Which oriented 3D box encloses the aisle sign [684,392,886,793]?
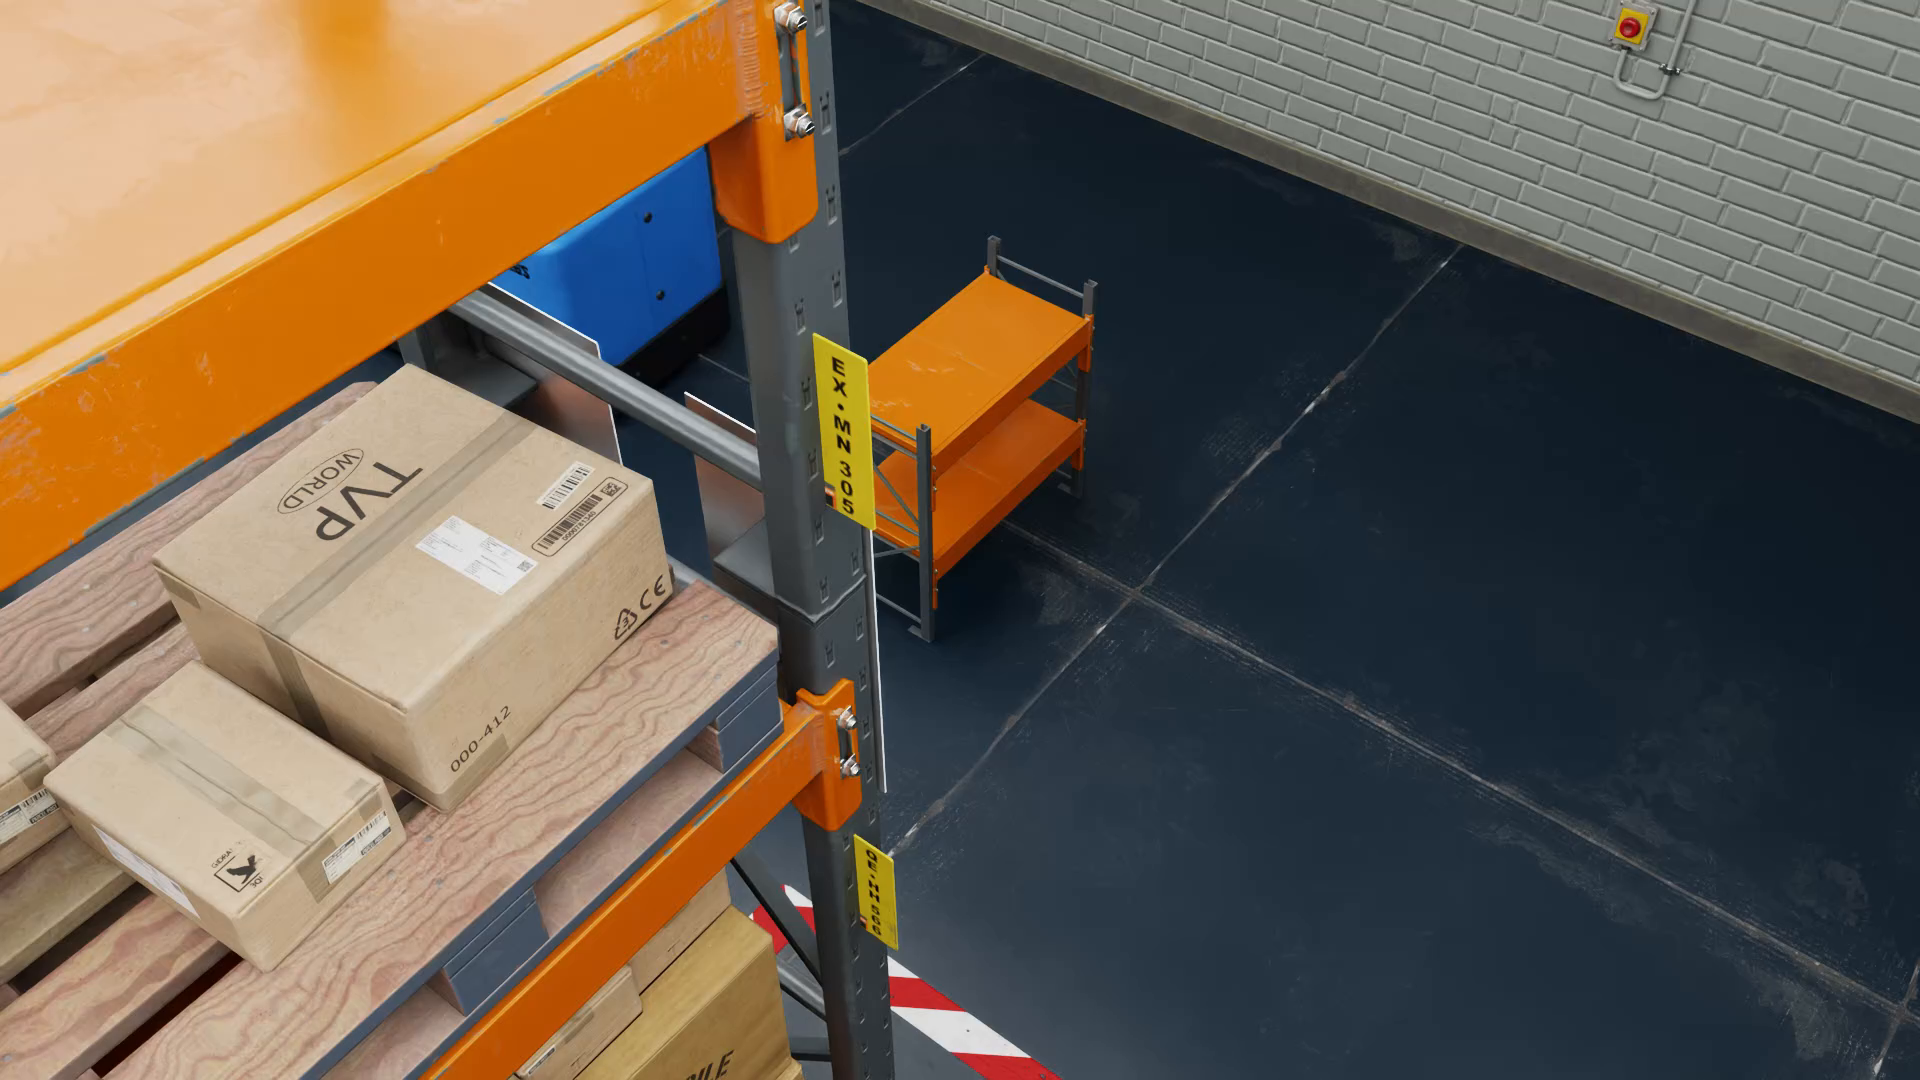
[{"bbox_3d":[-0.296,0.117,2.931,0.394,0.787,0.004,29,53,25],"label":"aisle sign"}]

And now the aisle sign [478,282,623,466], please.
[{"bbox_3d":[-0.771,-0.149,3.184,0.394,0.787,0.004,29,53,25],"label":"aisle sign"}]

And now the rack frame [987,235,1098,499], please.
[{"bbox_3d":[0.315,-0.683,6.790,0.500,1.125,0.032,29,53,25],"label":"rack frame"}]

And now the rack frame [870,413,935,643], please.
[{"bbox_3d":[-0.307,-0.102,6.234,0.500,1.125,0.032,29,53,25],"label":"rack frame"}]

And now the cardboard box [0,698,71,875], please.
[{"bbox_3d":[-1.432,0.311,2.283,0.380,0.149,0.250,31,54,26],"label":"cardboard box"}]

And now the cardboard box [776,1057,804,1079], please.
[{"bbox_3d":[-0.671,1.277,3.551,0.500,0.500,0.500,29,53,25],"label":"cardboard box"}]

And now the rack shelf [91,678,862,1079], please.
[{"bbox_3d":[-1.808,1.276,2.045,1.077,0.370,4.000,29,53,25],"label":"rack shelf"}]

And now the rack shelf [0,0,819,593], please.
[{"bbox_3d":[-1.808,0.378,1.105,1.077,0.370,4.000,29,53,25],"label":"rack shelf"}]

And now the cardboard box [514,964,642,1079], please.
[{"bbox_3d":[-0.782,0.765,2.901,0.380,0.149,0.250,30,53,26],"label":"cardboard box"}]

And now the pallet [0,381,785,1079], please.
[{"bbox_3d":[-1.030,0.342,2.500,1.003,0.211,1.213,29,53,25],"label":"pallet"}]

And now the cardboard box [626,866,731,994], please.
[{"bbox_3d":[-0.646,0.609,3.050,0.380,0.149,0.250,30,53,25],"label":"cardboard box"}]

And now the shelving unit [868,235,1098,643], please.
[{"bbox_3d":[0.004,-0.392,6.512,0.538,1.125,1.048,29,53,25],"label":"shelving unit"}]

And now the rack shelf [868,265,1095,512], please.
[{"bbox_3d":[0.004,-0.595,6.300,0.538,0.278,1.000,29,53,25],"label":"rack shelf"}]

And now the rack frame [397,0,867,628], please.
[{"bbox_3d":[-0.585,-1.153,1.793,1.000,3.000,0.127,29,53,25],"label":"rack frame"}]

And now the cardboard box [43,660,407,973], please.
[{"bbox_3d":[-0.982,0.362,2.234,0.380,0.149,0.250,25,51,22],"label":"cardboard box"}]

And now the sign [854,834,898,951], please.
[{"bbox_3d":[-0.164,0.685,3.221,0.100,0.325,0.005,29,53,25],"label":"sign"}]

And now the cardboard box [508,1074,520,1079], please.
[{"bbox_3d":[-0.873,0.950,2.724,0.380,0.149,0.250,29,53,25],"label":"cardboard box"}]

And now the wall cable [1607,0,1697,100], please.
[{"bbox_3d":[2.844,-2.680,6.676,0.585,1.953,0.123,29,53,25],"label":"wall cable"}]

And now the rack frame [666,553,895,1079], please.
[{"bbox_3d":[-0.585,0.919,3.963,1.000,3.000,0.127,29,53,25],"label":"rack frame"}]

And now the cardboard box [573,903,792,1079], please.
[{"bbox_3d":[-0.691,0.920,3.201,0.500,0.500,0.500,31,54,26],"label":"cardboard box"}]

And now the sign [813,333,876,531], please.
[{"bbox_3d":[-0.164,-0.148,2.350,0.100,0.325,0.005,29,53,25],"label":"sign"}]

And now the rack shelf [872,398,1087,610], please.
[{"bbox_3d":[0.004,-0.224,6.688,0.538,0.278,1.000,29,53,25],"label":"rack shelf"}]

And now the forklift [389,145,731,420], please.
[{"bbox_3d":[-2.577,-2.319,7.103,3.031,2.935,1.130,27,52,23],"label":"forklift"}]

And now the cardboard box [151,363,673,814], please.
[{"bbox_3d":[-0.789,0.052,2.460,0.500,0.250,0.500,25,51,22],"label":"cardboard box"}]
